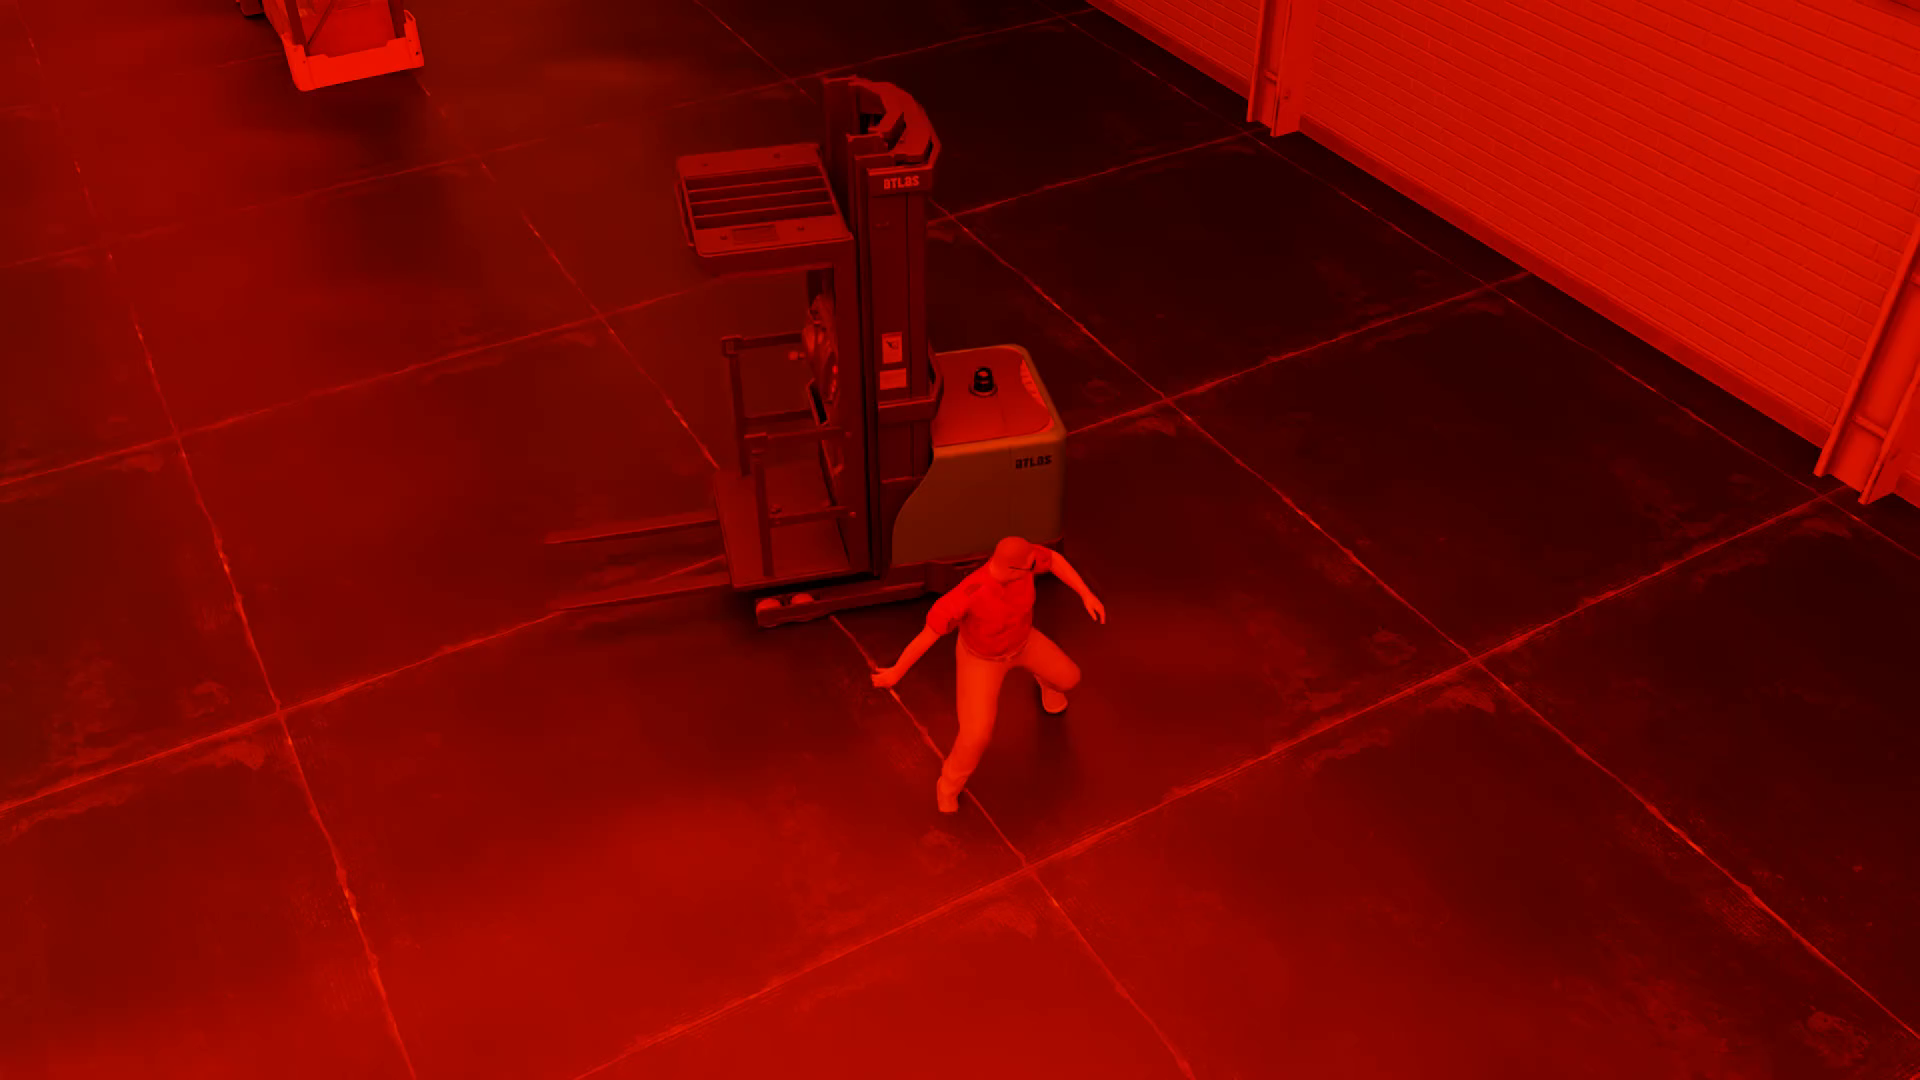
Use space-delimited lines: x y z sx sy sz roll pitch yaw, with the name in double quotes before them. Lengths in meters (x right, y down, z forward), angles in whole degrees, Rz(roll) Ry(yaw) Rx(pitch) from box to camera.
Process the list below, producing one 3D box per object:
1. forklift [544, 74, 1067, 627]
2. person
"forklift" -0.950 -0.992 9.232 3.031 2.935 1.130 -9 40 -10
"person" 0.157 0.609 8.447 1.186 1.664 0.553 -24 45 -26
